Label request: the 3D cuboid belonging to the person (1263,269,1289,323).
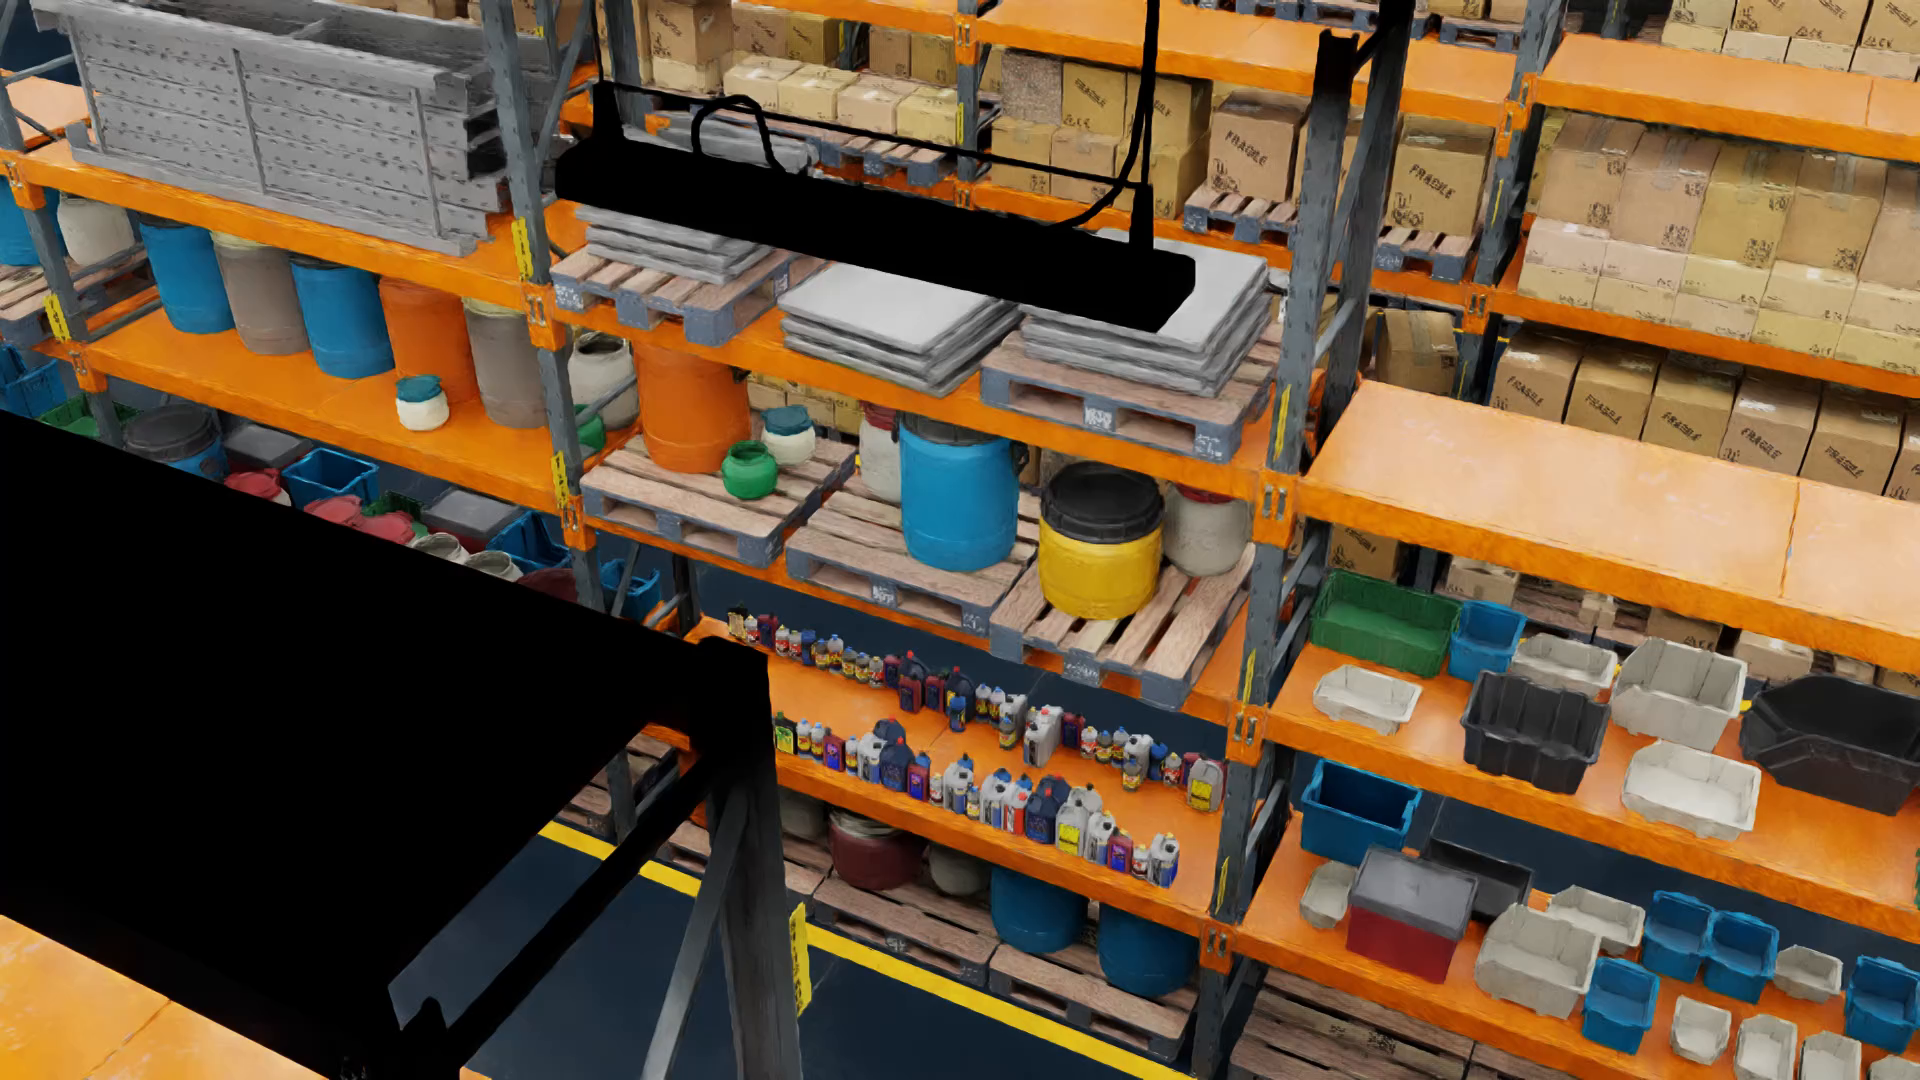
[{"bbox_3d":[2.853,-1.613,14.776,0.530,1.621,0.592,15,38,20],"label":"person"}]
